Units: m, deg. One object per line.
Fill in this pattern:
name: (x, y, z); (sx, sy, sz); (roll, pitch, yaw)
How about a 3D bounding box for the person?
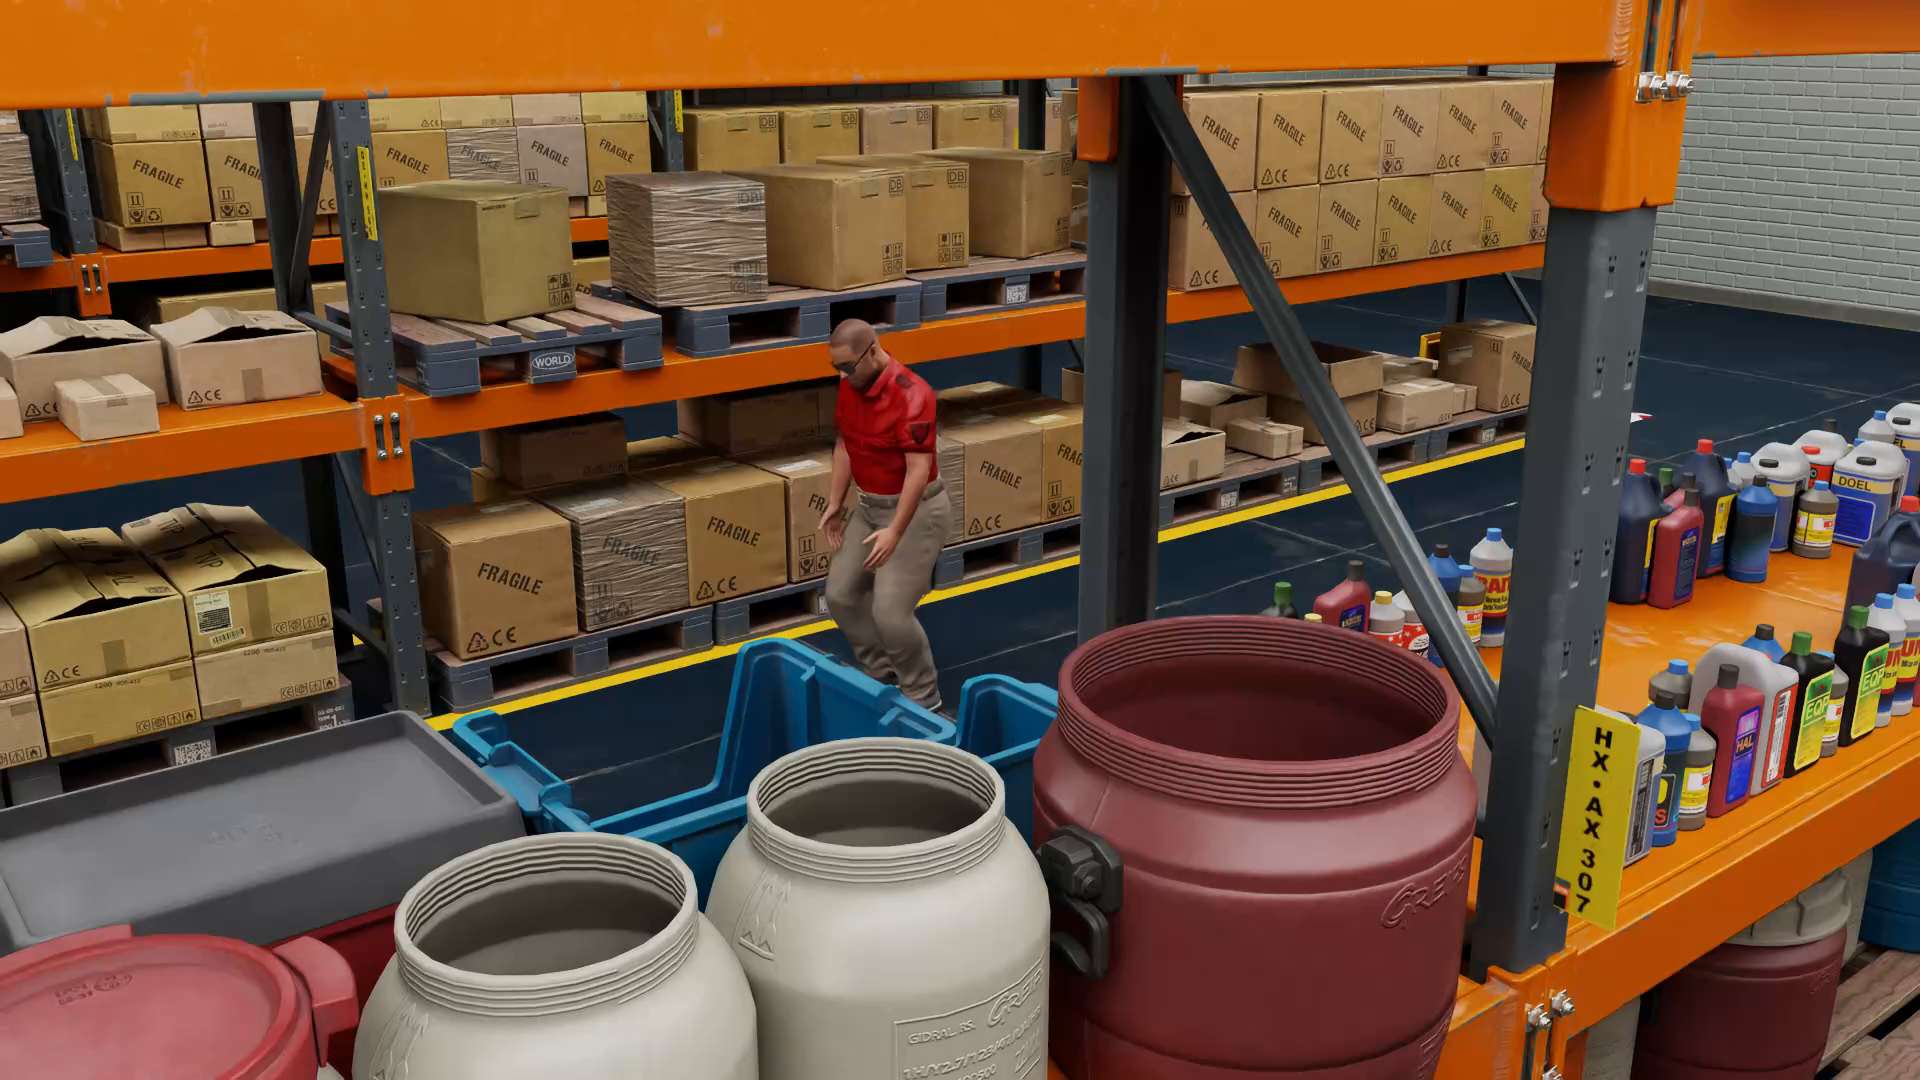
person: (-0.279, -0.079, 6.523); (0.503, 1.624, 0.571); (-13, 21, -34)
